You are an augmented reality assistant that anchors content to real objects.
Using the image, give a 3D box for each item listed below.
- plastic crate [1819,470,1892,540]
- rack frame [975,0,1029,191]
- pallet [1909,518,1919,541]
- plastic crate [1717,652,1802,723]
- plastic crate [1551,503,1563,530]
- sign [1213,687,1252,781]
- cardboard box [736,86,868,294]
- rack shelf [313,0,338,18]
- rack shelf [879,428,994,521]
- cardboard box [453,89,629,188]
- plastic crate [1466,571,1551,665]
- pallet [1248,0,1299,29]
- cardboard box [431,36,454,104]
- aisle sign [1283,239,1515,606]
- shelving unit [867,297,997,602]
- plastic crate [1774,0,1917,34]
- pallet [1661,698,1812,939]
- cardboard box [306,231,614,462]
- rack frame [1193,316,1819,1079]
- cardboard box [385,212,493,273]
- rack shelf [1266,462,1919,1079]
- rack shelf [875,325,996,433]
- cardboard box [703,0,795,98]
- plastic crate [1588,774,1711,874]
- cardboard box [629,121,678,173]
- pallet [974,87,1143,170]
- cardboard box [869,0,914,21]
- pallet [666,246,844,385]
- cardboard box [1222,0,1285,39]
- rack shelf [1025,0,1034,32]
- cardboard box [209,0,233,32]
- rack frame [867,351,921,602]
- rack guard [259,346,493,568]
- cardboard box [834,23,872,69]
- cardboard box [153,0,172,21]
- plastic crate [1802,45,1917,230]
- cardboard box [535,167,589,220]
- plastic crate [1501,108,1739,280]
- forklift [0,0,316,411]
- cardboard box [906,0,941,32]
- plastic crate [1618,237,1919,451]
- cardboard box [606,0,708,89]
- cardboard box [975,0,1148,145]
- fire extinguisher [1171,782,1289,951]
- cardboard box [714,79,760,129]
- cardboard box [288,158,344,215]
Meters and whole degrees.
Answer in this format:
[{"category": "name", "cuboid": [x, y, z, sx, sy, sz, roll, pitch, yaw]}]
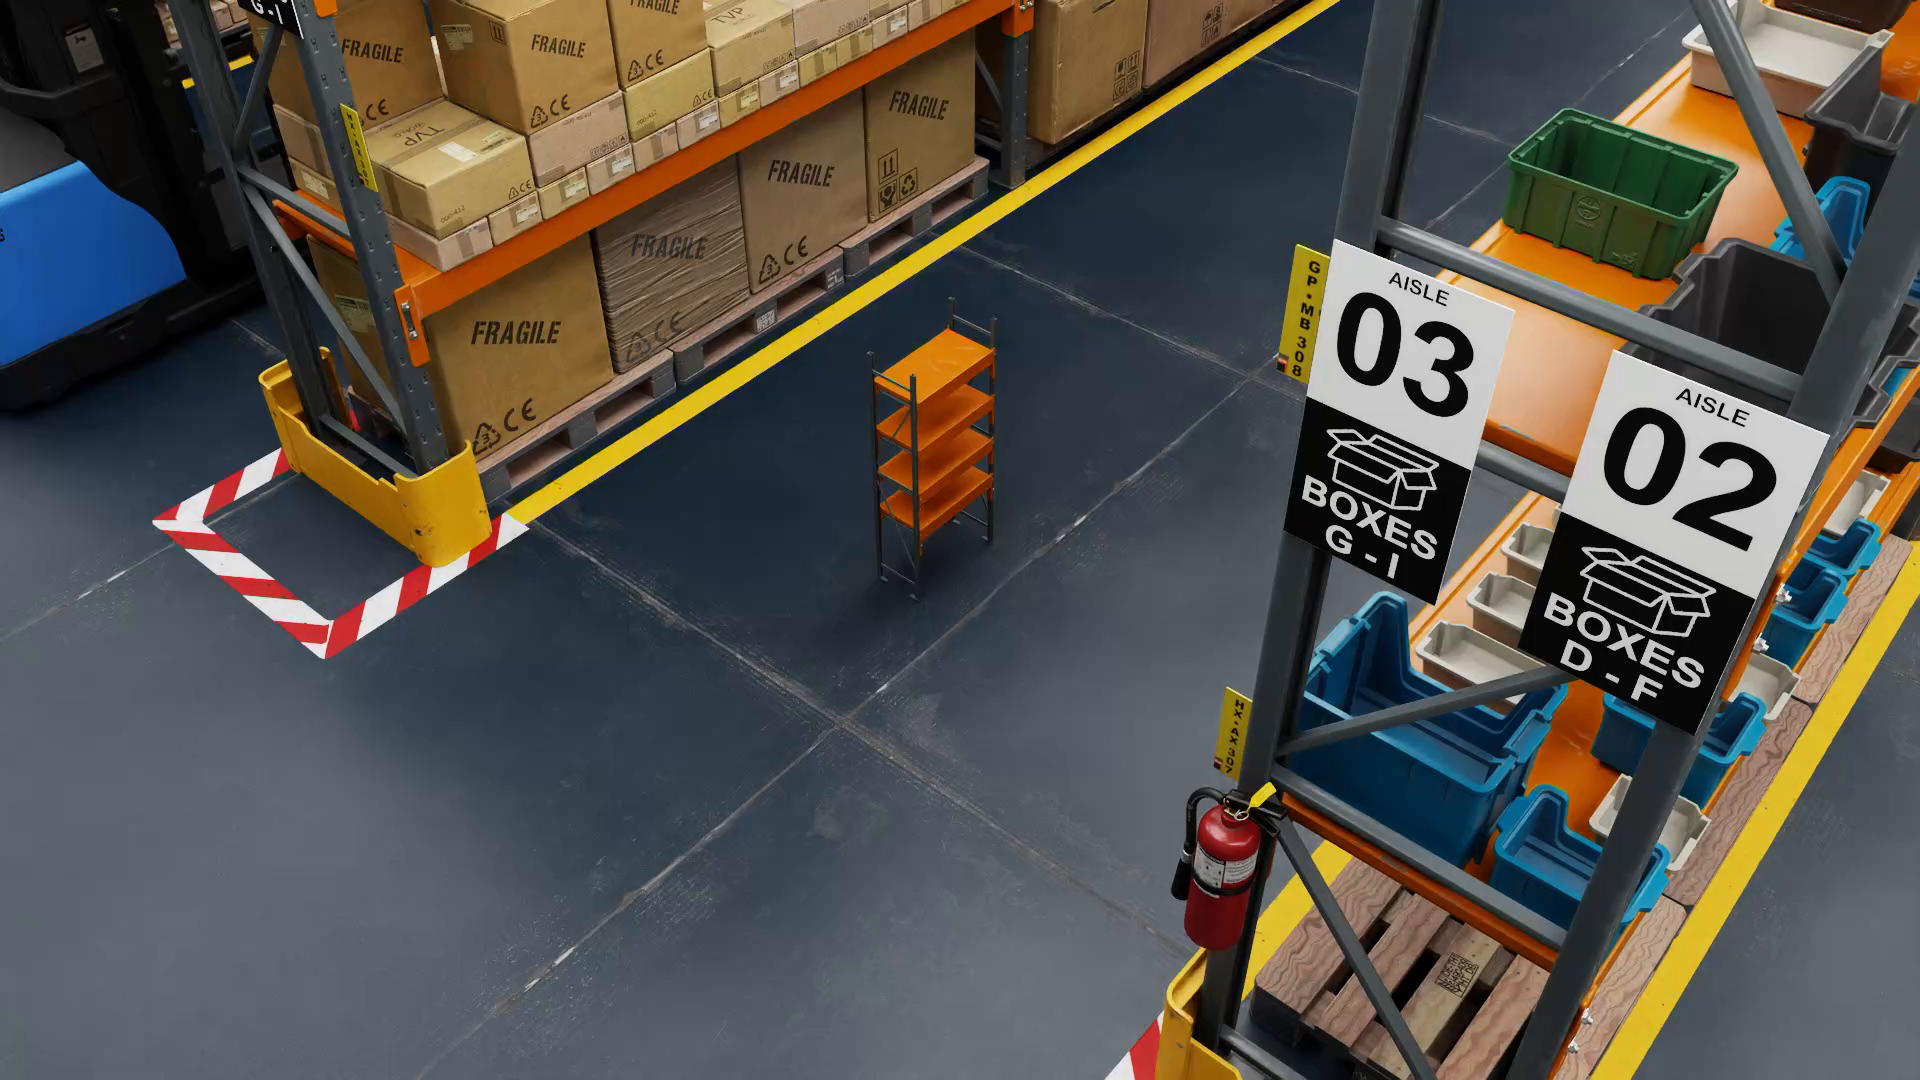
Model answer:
[{"category": "plastic crate", "cuboid": [2.860, -0.136, 5.503, 0.293, 0.136, 0.466, 29, 50, 28]}, {"category": "rack frame", "cuboid": [-0.041, -3.382, 8.922, 1.000, 3.000, 0.127, 29, 50, 28]}, {"category": "pallet", "cuboid": [4.279, -0.585, 7.919, 1.003, 0.211, 1.213, 29, 50, 28]}, {"category": "plastic crate", "cuboid": [2.293, 0.434, 4.877, 0.250, 0.136, 0.298, 29, 50, 28]}, {"category": "plastic crate", "cuboid": [2.097, -0.058, 5.418, 0.298, 0.136, 0.250, 29, 50, 28]}, {"category": "sign", "cuboid": [0.745, 0.532, 4.496, 0.100, 0.325, 0.005, 29, 50, 28]}, {"category": "cardboard box", "cuboid": [-1.106, -1.983, 8.650, 0.875, 0.875, 0.875, 29, 50, 28]}, {"category": "rack shelf", "cuboid": [-1.328, -3.196, 7.022, 1.077, 0.370, 4.000, 29, 50, 28]}, {"category": "rack shelf", "cuboid": [-0.107, -0.309, 6.980, 0.258, 0.148, 0.480, 29, 50, 28]}, {"category": "cardboard box", "cuboid": [-1.770, -1.778, 7.048, 0.500, 0.250, 0.500, 29, 50, 28]}, {"category": "plastic crate", "cuboid": [1.760, 0.256, 5.072, 0.396, 0.136, 0.243, 29, 50, 28]}, {"category": "pallet", "cuboid": [1.969, -4.037, 11.715, 1.003, 0.211, 1.213, 29, 50, 28]}, {"category": "cardboard box", "cuboid": [-2.179, -2.002, 7.295, 0.500, 0.250, 0.500, 29, 50, 28]}, {"category": "aisle sign", "cuboid": [0.906, -0.230, 3.523, 0.394, 0.787, 0.004, 29, 50, 28]}, {"category": "shelving unit", "cuboid": [-0.107, -0.359, 6.935, 0.258, 1.200, 0.503, 29, 50, 28]}, {"category": "plastic crate", "cuboid": [2.741, -1.778, 5.026, 0.497, 0.269, 0.590, 29, 50, 28]}, {"category": "pallet", "cuboid": [2.522, 0.820, 6.373, 1.003, 0.211, 1.213, 29, 50, 28]}, {"category": "cardboard box", "cuboid": [-2.264, -1.056, 7.631, 0.875, 0.875, 0.875, 29, 50, 28]}, {"category": "rack frame", "cuboid": [1.176, 0.822, 4.299, 1.000, 3.000, 0.127, 29, 50, 28]}, {"category": "cardboard box", "cuboid": [-2.134, -1.269, 6.785, 0.380, 0.149, 0.250, 30, 50, 29]}, {"category": "rack shelf", "cuboid": [2.463, 0.058, 5.673, 1.077, 0.370, 4.000, 29, 50, 28]}, {"category": "rack shelf", "cuboid": [-0.107, -0.649, 6.671, 0.258, 0.148, 0.480, 29, 50, 28]}, {"category": "cardboard box", "cuboid": [-1.112, -2.306, 7.629, 0.500, 0.250, 0.500, 29, 49, 28]}, {"category": "plastic crate", "cuboid": [1.857, 0.783, 4.492, 0.250, 0.136, 0.298, 29, 50, 28]}, {"category": "cardboard box", "cuboid": [-1.474, -1.799, 7.368, 0.380, 0.149, 0.250, 29, 49, 28]}, {"category": "pallet", "cuboid": [0.398, -2.780, 10.333, 1.003, 0.211, 1.213, 29, 50, 28]}, {"category": "cardboard box", "cuboid": [-0.455, -2.828, 8.203, 0.500, 0.250, 0.500, 31, 51, 30]}, {"category": "pallet", "cuboid": [-1.375, -1.362, 8.773, 1.003, 0.211, 1.213, 29, 50, 28]}, {"category": "cardboard box", "cuboid": [1.494, -4.009, 10.879, 1.225, 0.875, 0.875, 30, 50, 29]}, {"category": "rack shelf", "cuboid": [1.247, -4.146, 10.297, 1.077, 0.370, 4.000, 29, 50, 28]}, {"category": "cardboard box", "cuboid": [-4.937, -3.402, 10.751, 0.380, 0.149, 0.250, 27, 49, 27]}, {"category": "rack frame", "cuboid": [-0.264, -0.233, 6.797, 0.240, 1.200, 0.015, 29, 50, 28]}, {"category": "rack guard", "cuboid": [-2.630, -0.385, 7.484, 1.175, 0.500, 0.348, 29, 50, 28]}, {"category": "cardboard box", "cuboid": [-0.648, -2.460, 8.095, 0.380, 0.149, 0.250, 30, 50, 29]}, {"category": "cardboard box", "cuboid": [-5.157, -3.435, 10.566, 0.380, 0.149, 0.250, 27, 49, 27]}, {"category": "plastic crate", "cuboid": [2.370, -0.933, 4.045, 0.504, 0.338, 0.767, 29, 50, 28]}, {"category": "cardboard box", "cuboid": [-1.805, -1.534, 7.077, 0.380, 0.149, 0.250, 28, 49, 28]}, {"category": "plastic crate", "cuboid": [1.592, -0.841, 4.055, 0.450, 0.188, 0.336, 29, 50, 28]}, {"category": "forklift", "cuboid": [-4.028, -2.637, 8.153, 1.130, 2.935, 3.031, 29, 50, 28]}, {"category": "cardboard box", "cuboid": [-0.317, -2.726, 8.387, 0.380, 0.149, 0.250, 29, 50, 28]}, {"category": "plastic crate", "cuboid": [1.637, -0.317, 3.419, 0.497, 0.269, 0.590, 29, 50, 28]}, {"category": "cardboard box", "cuboid": [-1.449, -2.312, 7.078, 0.500, 0.500, 0.500, 28, 49, 27]}, {"category": "cardboard box", "cuboid": [0.356, -3.090, 9.868, 1.225, 0.875, 0.875, 30, 50, 29]}, {"category": "fire extinguisher", "cuboid": [0.731, 0.869, 4.581, 0.296, 0.674, 0.183, 29, 50, 28]}, {"category": "cardboard box", "cuboid": [-1.145, -2.062, 7.657, 0.380, 0.149, 0.250, 28, 49, 27]}, {"category": "cardboard box", "cuboid": [-2.638, -1.555, 7.100, 0.380, 0.149, 0.250, 30, 50, 29]}]
